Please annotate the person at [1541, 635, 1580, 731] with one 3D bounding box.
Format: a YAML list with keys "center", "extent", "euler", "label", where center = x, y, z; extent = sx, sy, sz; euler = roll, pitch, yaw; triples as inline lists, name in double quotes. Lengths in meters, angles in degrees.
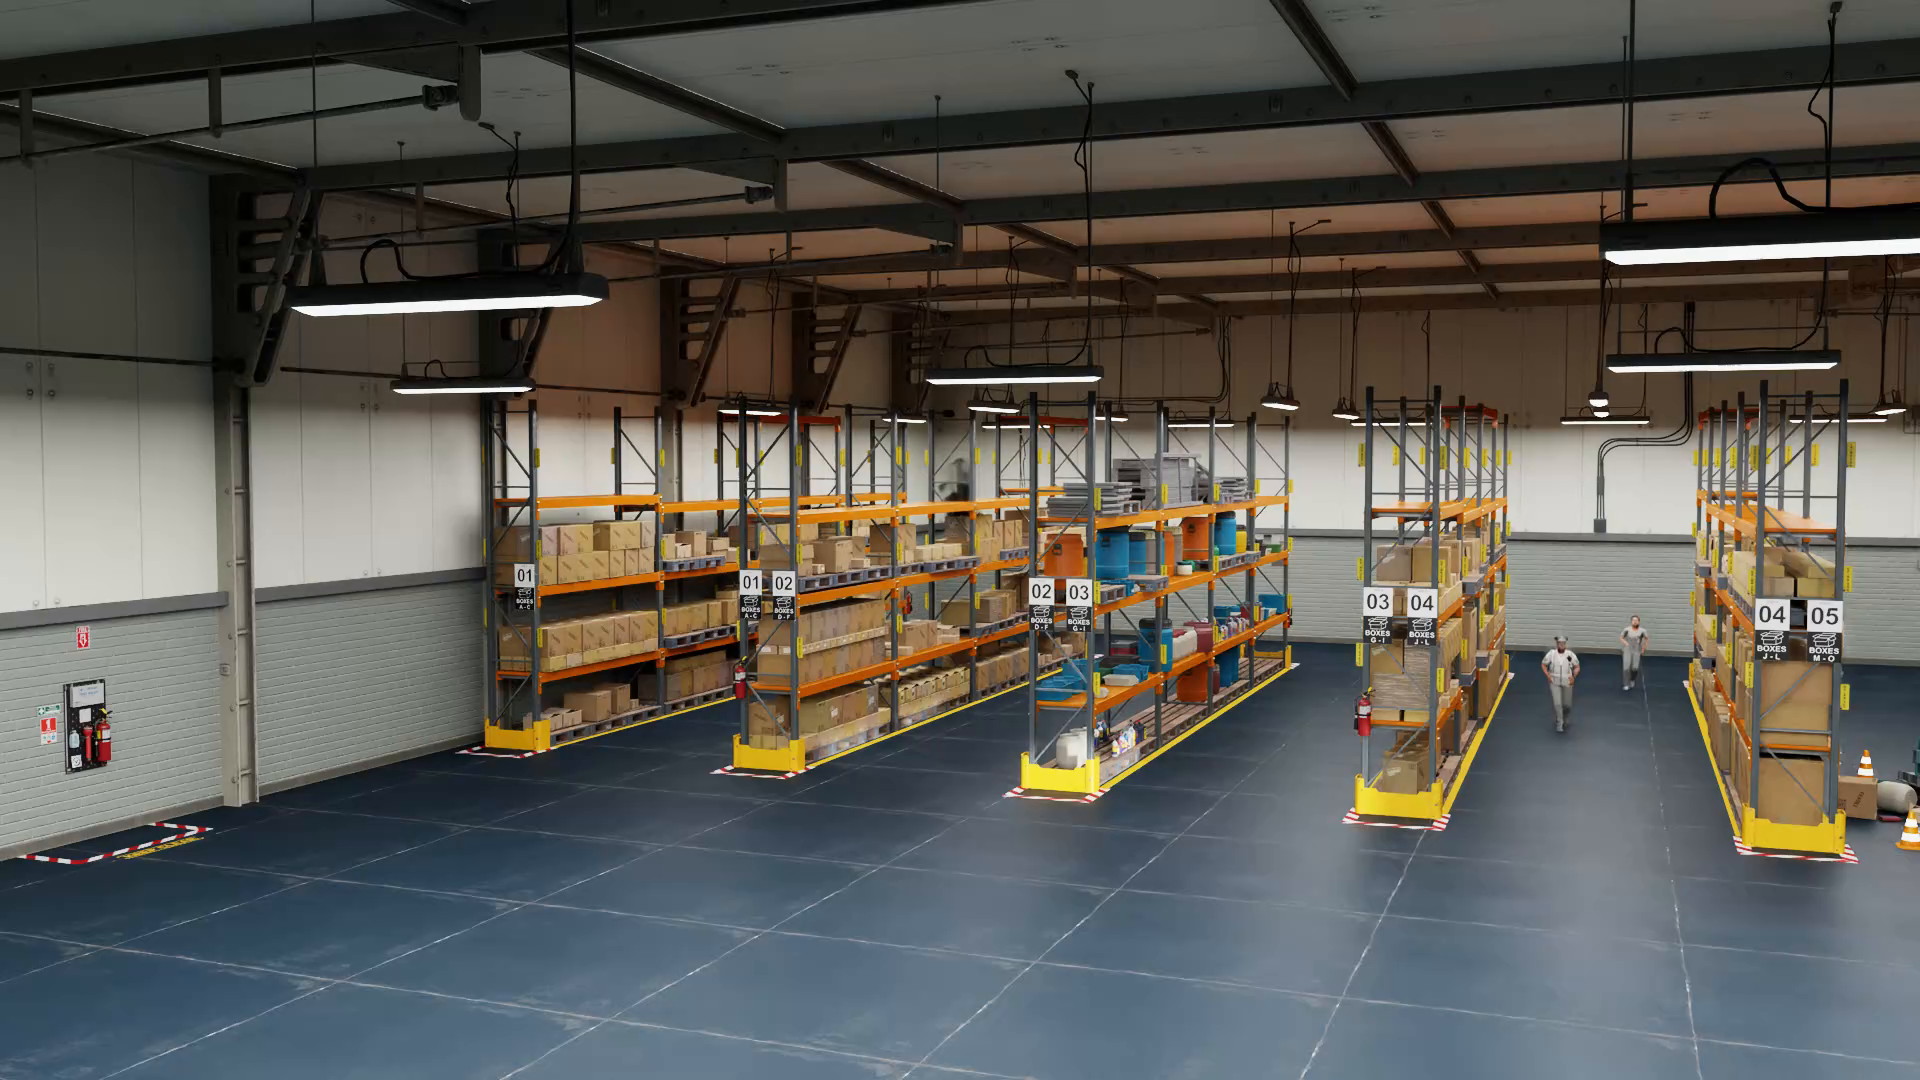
- center: [11.063, 2.621, 30.661]
  extent: [0.672, 1.759, 0.622]
  euler: [1, 3, 18]
  label: "person"

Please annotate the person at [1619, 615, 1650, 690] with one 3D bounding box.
- center: [14.485, 2.430, 35.747]
  extent: [0.603, 1.620, 0.573]
  euler: [1, 3, 26]
  label: "person"
